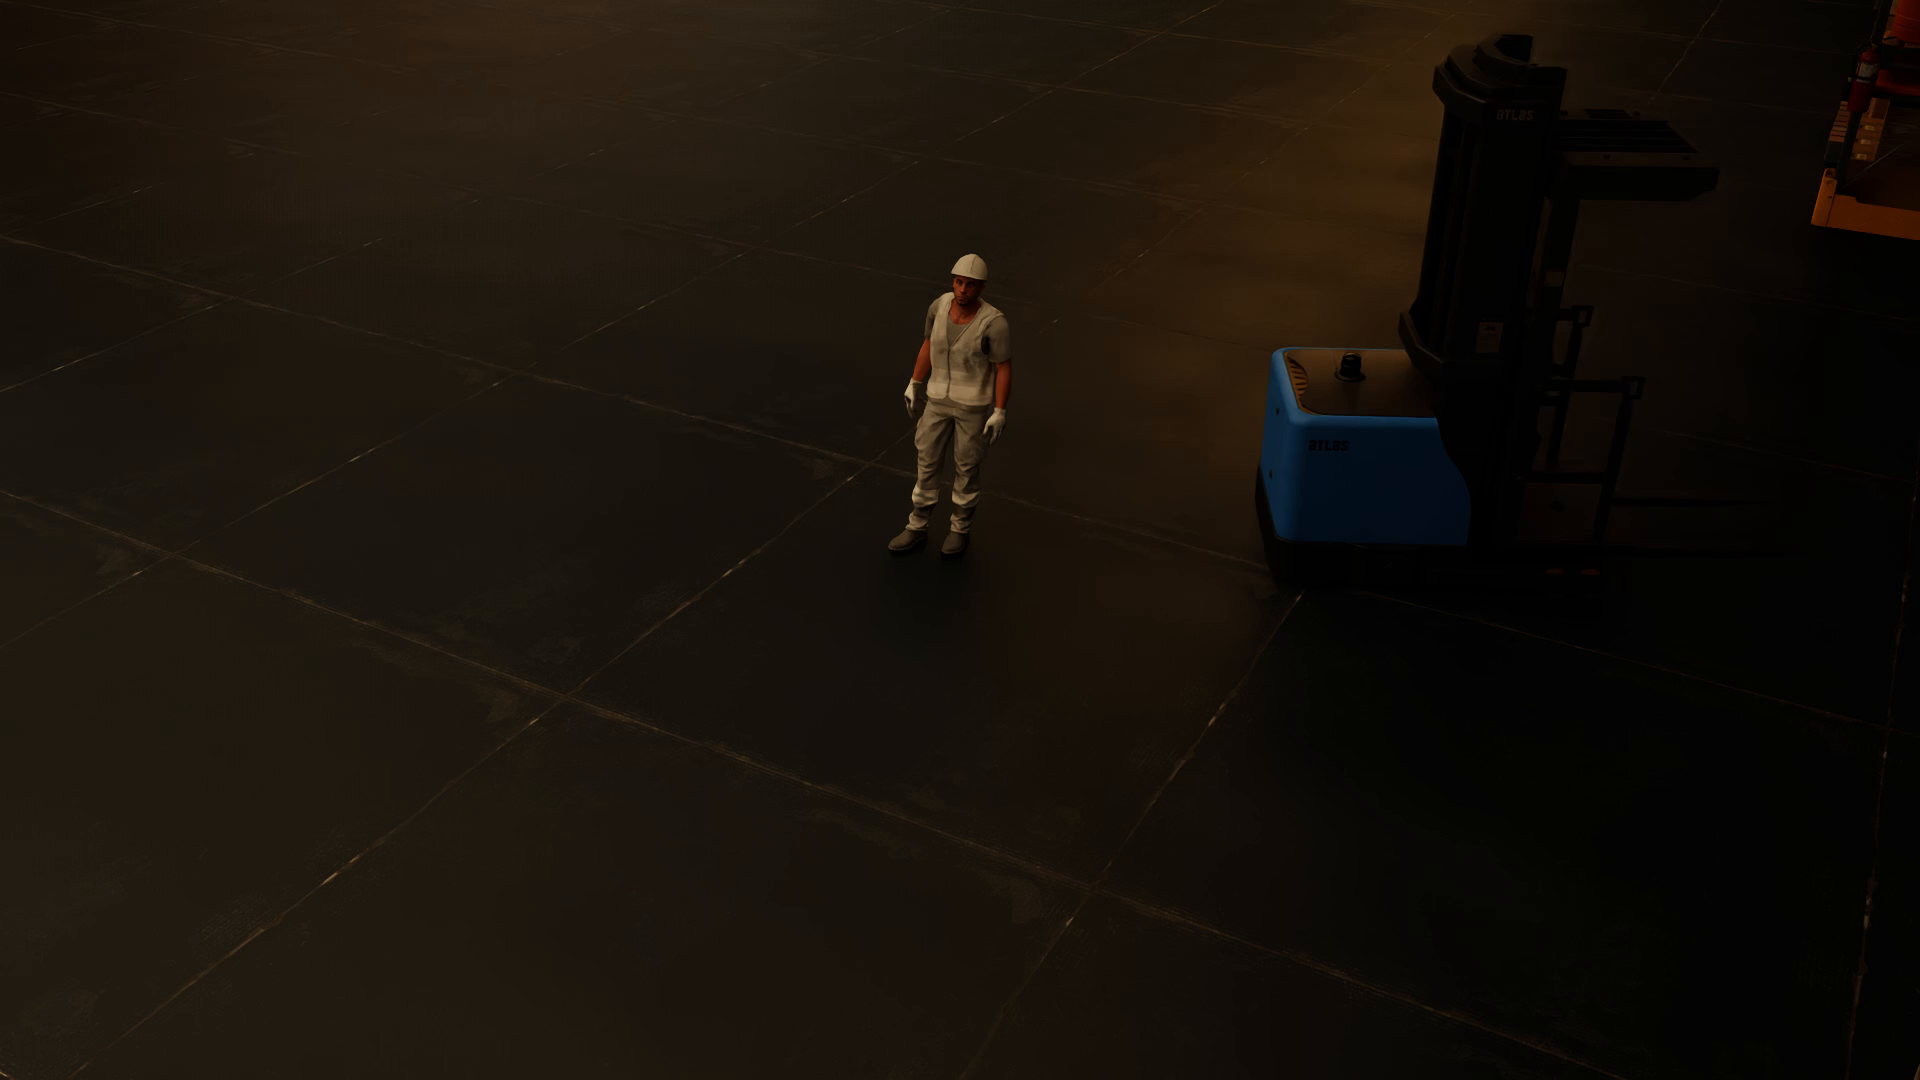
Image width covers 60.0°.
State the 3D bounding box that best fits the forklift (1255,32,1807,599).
[{"bbox_3d":[3.317,-1.211,9.169,3.031,2.935,1.130,1,30,3],"label":"forklift"}]

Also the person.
[{"bbox_3d":[-0.050,-0.749,9.496,0.638,1.788,0.563,15,33,25],"label":"person"}]
